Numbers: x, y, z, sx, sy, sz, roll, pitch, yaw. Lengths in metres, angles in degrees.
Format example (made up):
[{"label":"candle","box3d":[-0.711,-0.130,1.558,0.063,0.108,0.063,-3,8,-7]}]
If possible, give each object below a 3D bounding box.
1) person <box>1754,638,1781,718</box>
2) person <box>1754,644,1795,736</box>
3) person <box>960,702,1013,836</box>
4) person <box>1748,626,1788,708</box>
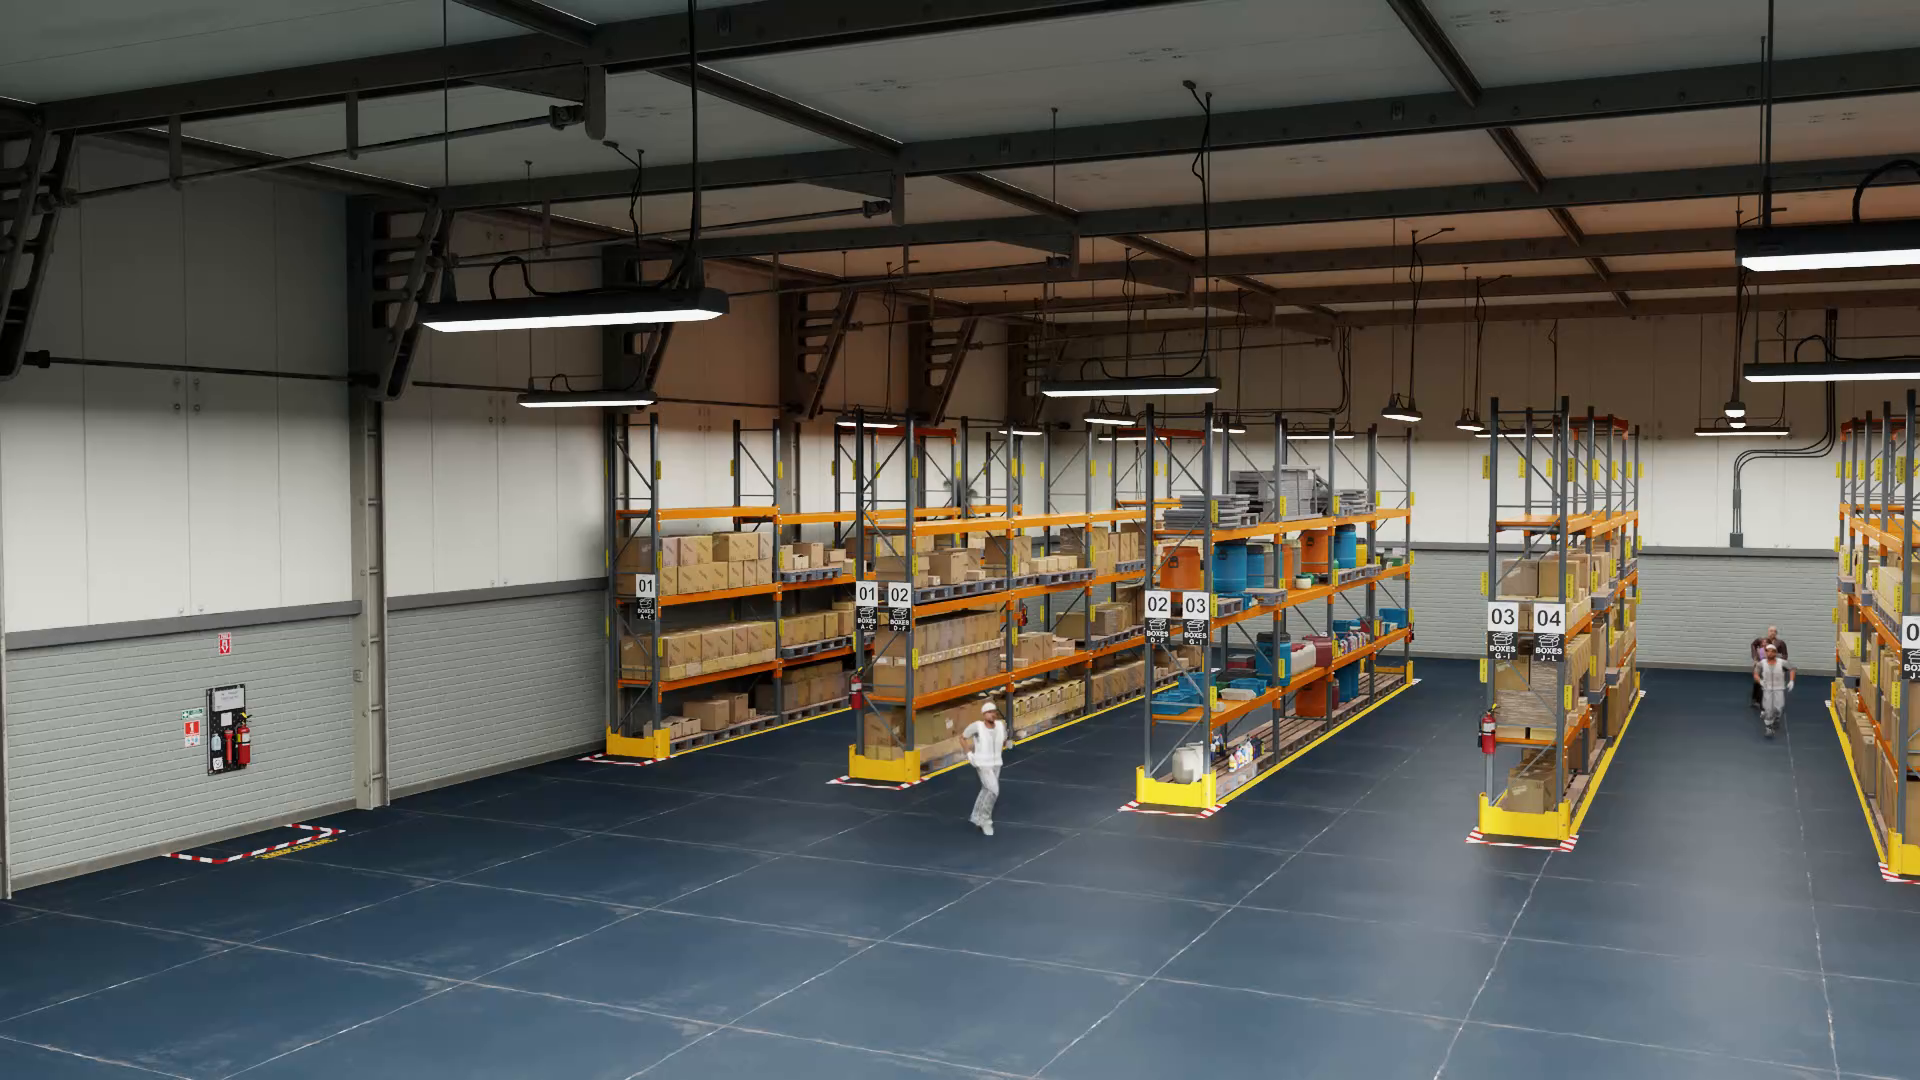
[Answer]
[{"label":"person","box3d":[16.477,2.784,33.899,0.538,1.611,0.742,2,3,35]},{"label":"person","box3d":[15.197,2.821,31.063,0.686,1.737,0.687,1,3,30]},{"label":"person","box3d":[0.412,3.160,23.014,0.644,1.844,0.762,-2,3,-38]},{"label":"person","box3d":[16.899,2.667,34.783,0.727,1.736,0.675,1,3,28]}]
